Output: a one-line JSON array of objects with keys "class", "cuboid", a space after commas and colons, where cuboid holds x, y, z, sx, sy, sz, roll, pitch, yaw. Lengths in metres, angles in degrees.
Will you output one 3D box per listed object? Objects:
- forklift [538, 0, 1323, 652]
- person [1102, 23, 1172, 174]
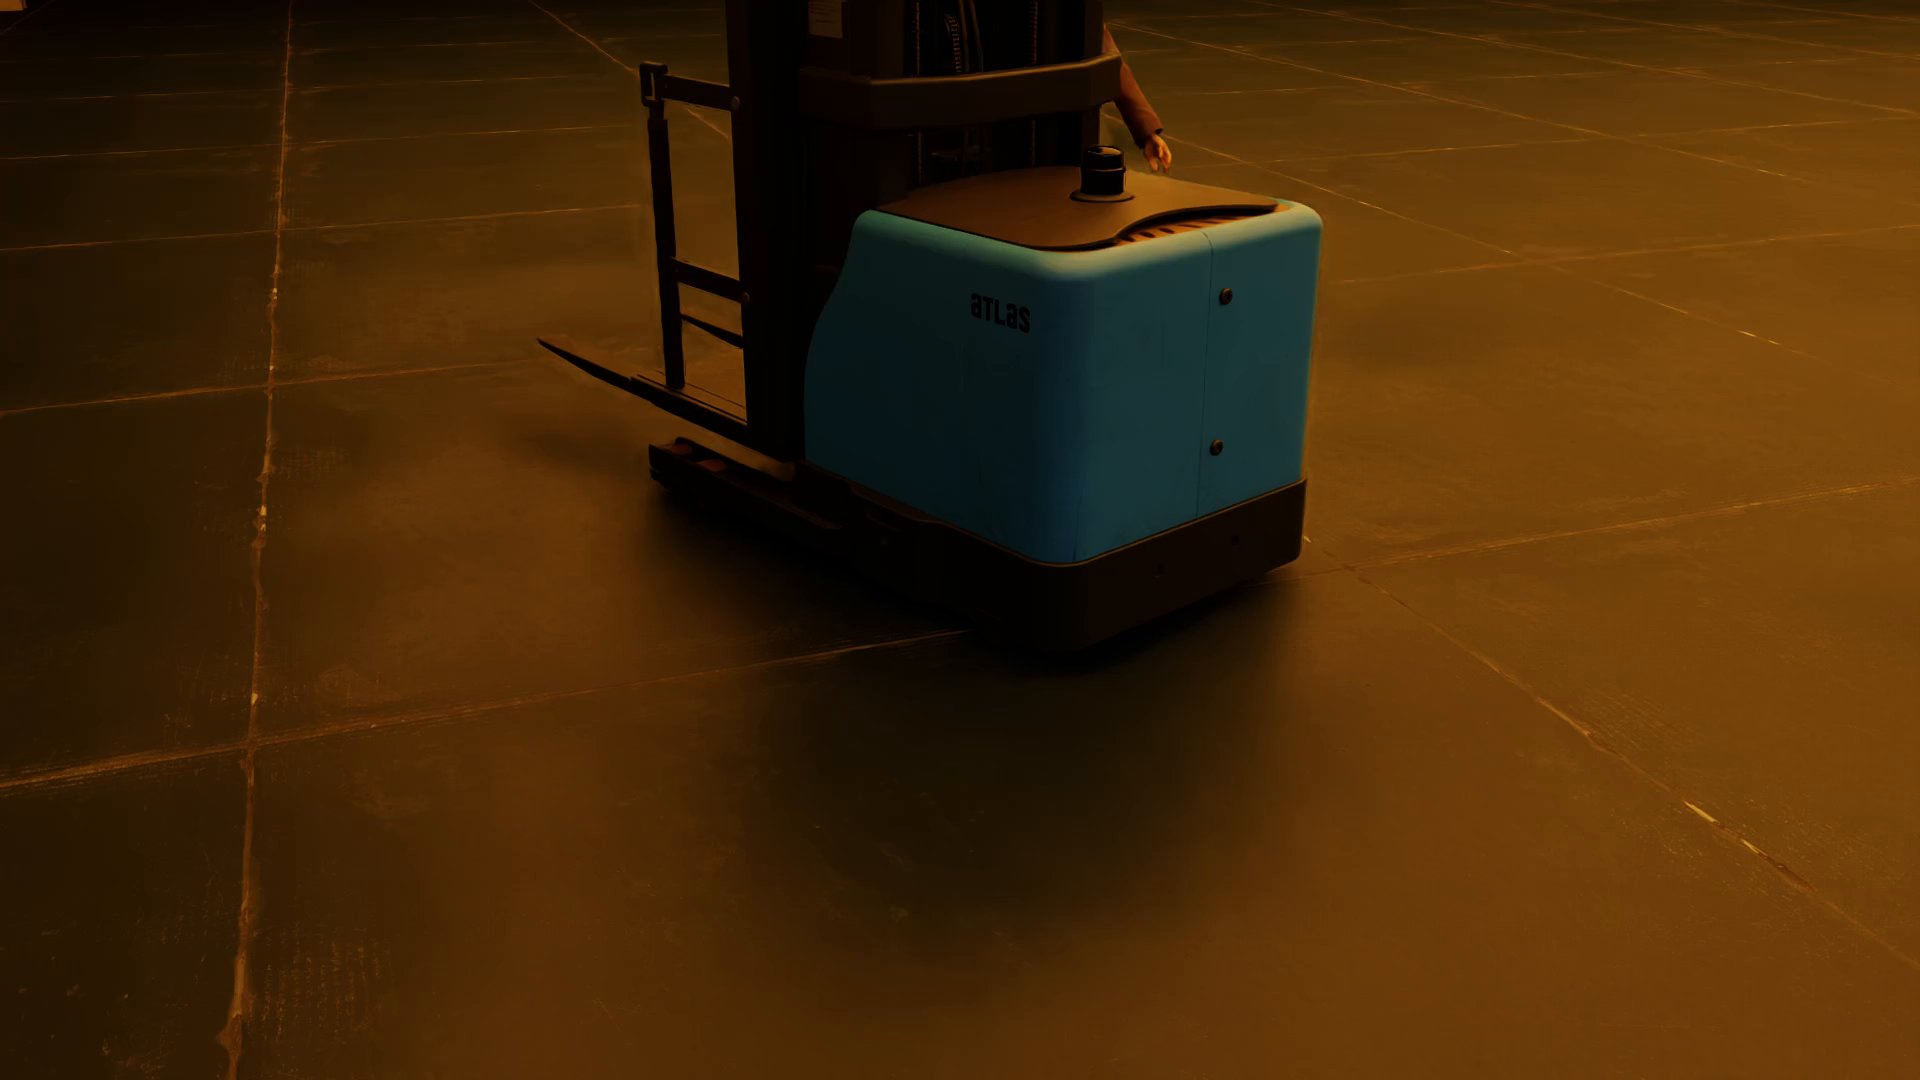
[{"class": "forklift", "cuboid": [-0.361, -1.558, 5.004, 1.130, 2.935, 3.031, -19, 29, -37]}, {"class": "person", "cuboid": [0.307, -1.564, 6.856, 1.078, 1.701, 0.571, 0, 23, 0]}]
